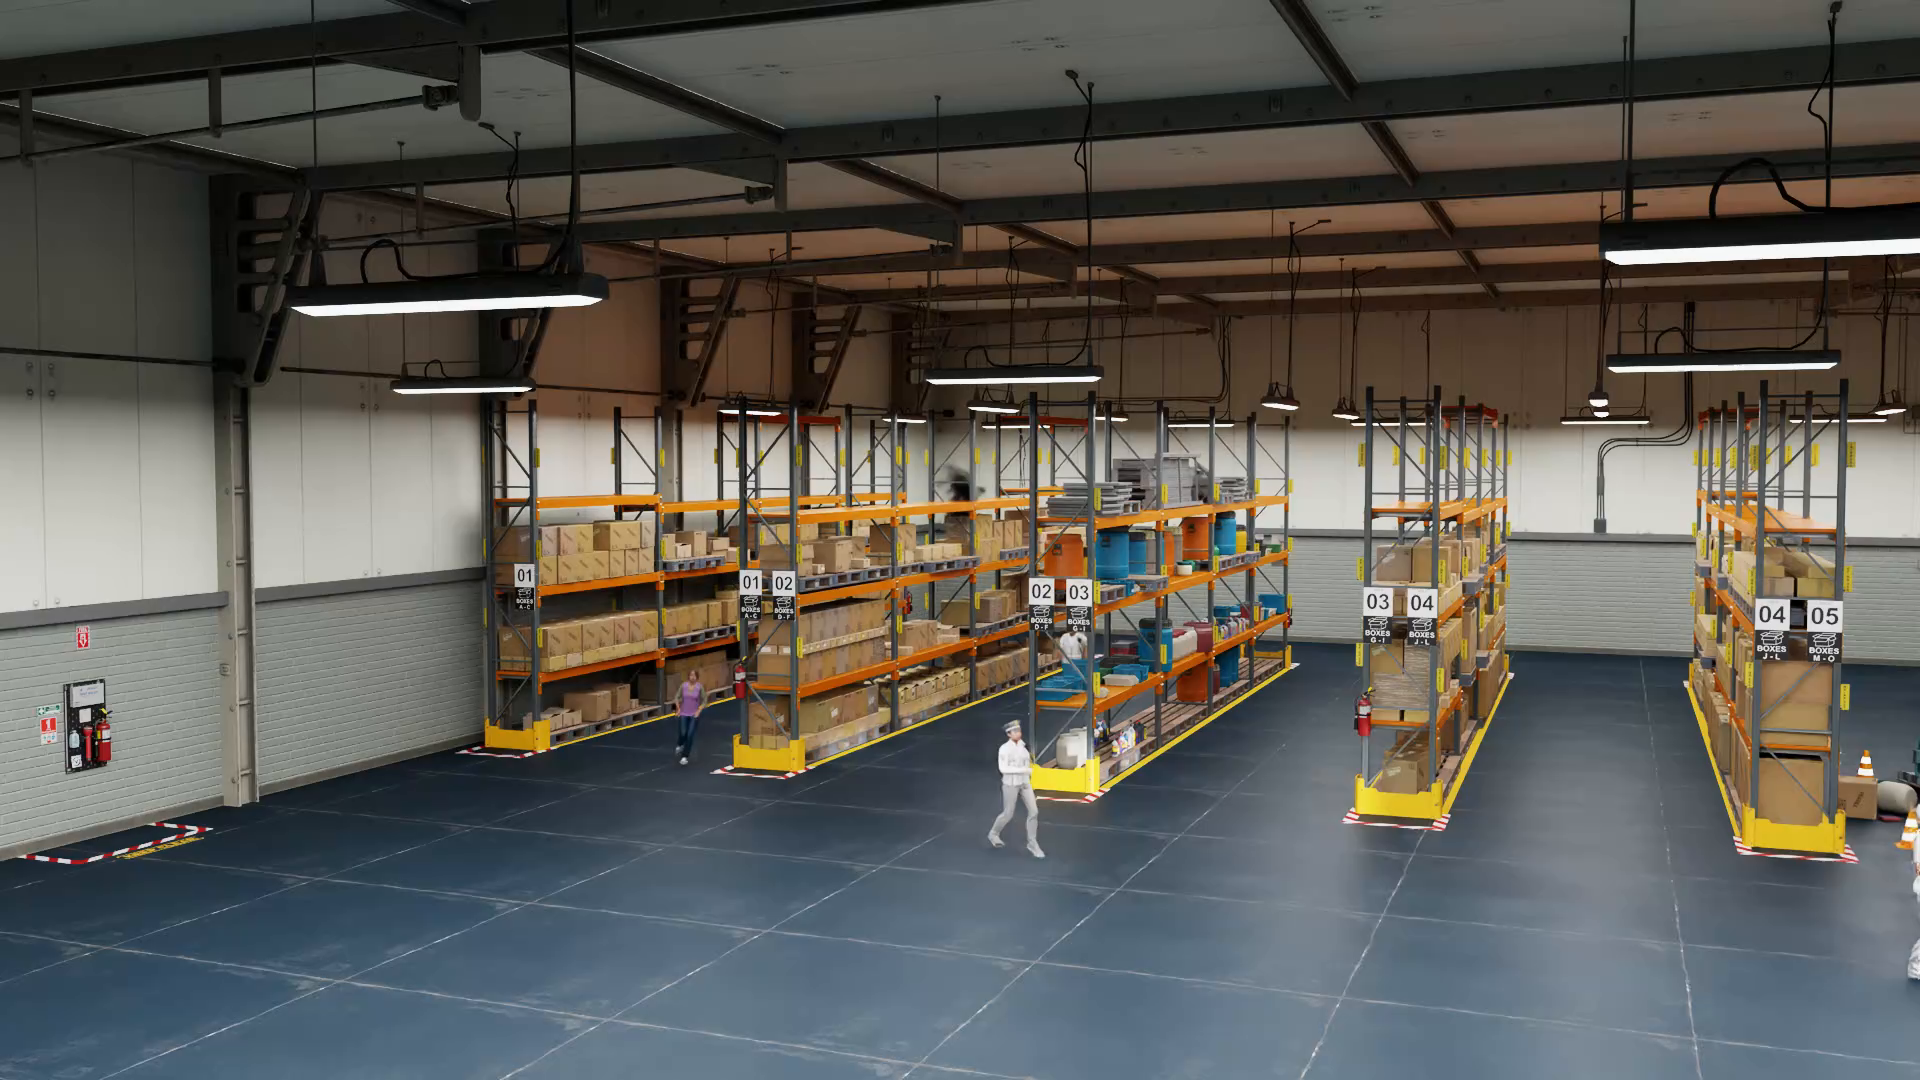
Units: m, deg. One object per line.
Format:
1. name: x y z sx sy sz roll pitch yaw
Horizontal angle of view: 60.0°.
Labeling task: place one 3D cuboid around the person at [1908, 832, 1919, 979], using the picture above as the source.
1. person: 9.307 3.338 15.703 0.641 1.743 0.627 -2 3 -32

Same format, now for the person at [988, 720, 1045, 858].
1. person: 0.719 3.123 21.052 0.612 1.718 0.862 -2 4 -40

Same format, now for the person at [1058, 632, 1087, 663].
1. person: 2.265 2.482 33.408 0.640 1.755 0.645 1 3 13

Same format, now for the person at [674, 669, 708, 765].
1. person: -4.416 2.896 27.317 0.553 1.576 0.526 0 3 -6
